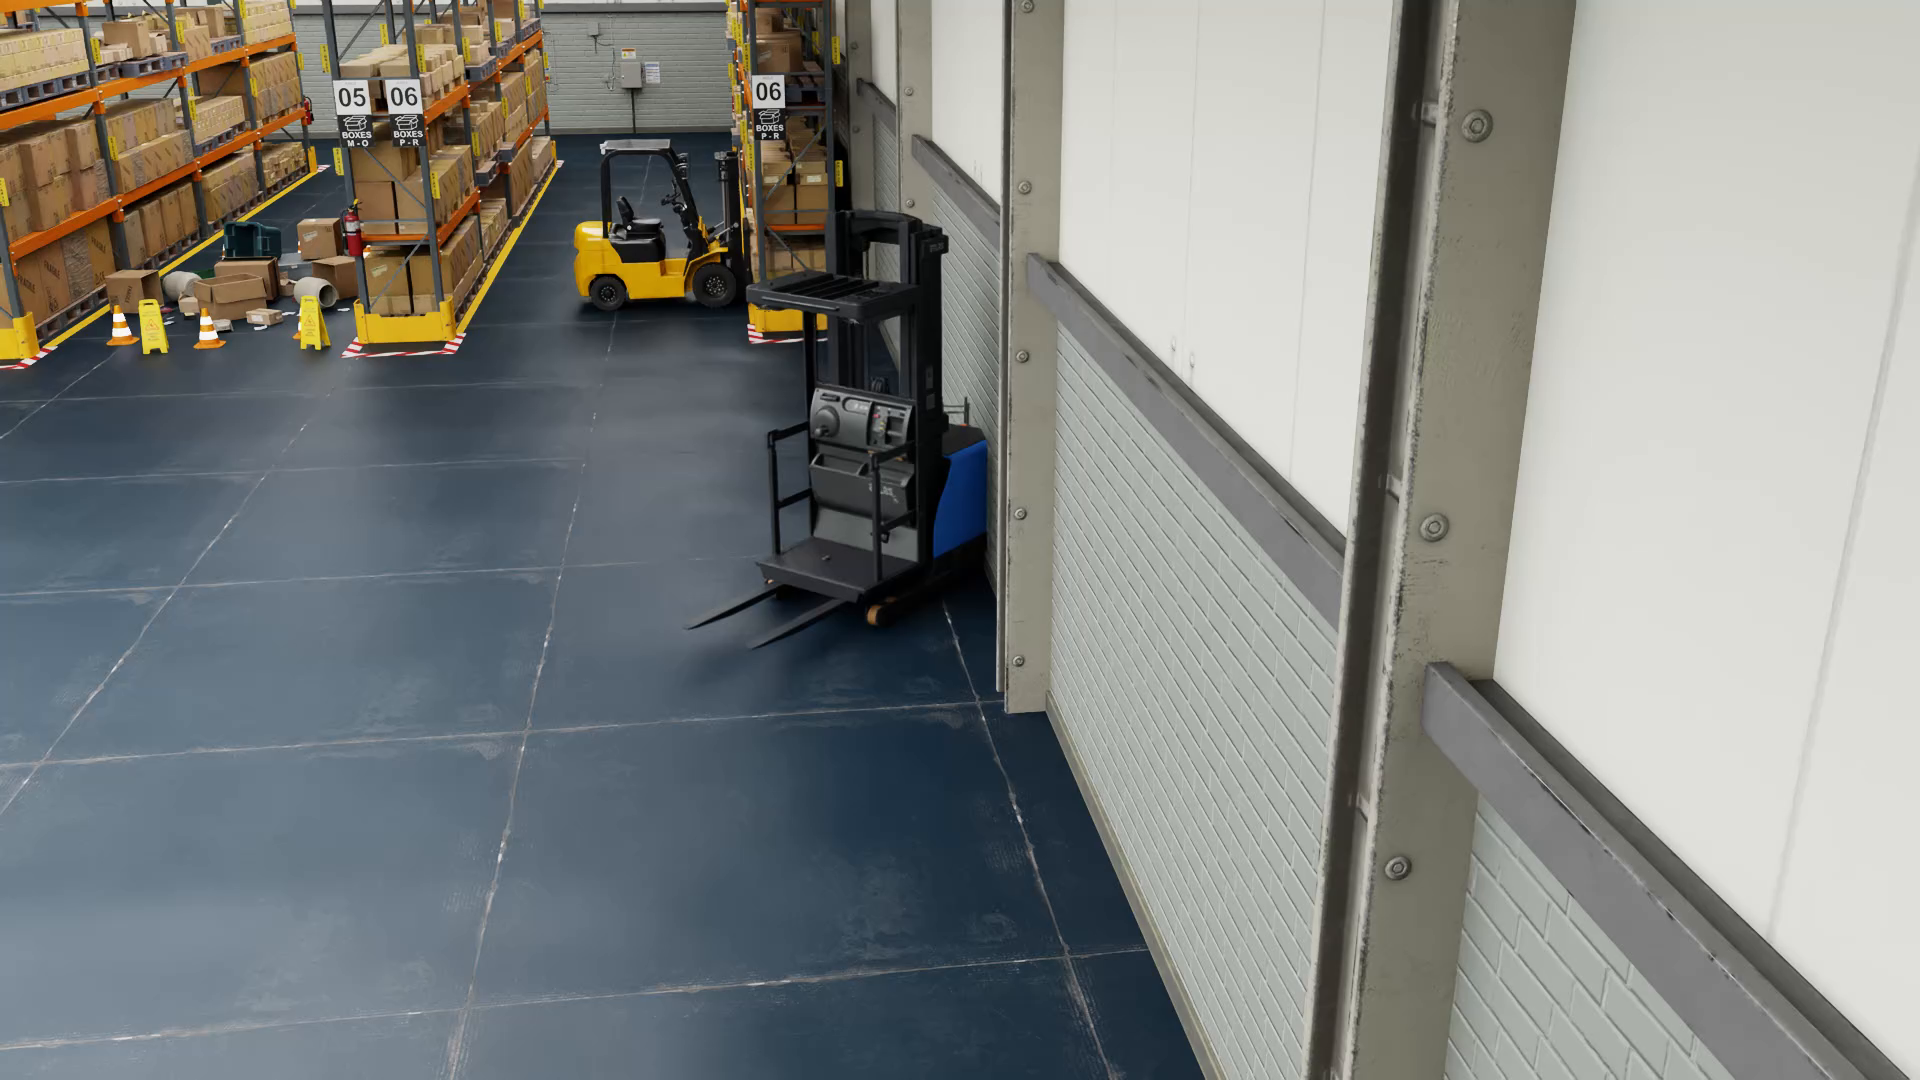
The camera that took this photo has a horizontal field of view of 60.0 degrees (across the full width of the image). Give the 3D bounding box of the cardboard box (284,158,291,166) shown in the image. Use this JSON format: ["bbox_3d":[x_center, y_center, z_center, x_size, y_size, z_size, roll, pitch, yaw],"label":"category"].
[{"bbox_3d":[-13.650,-7.572,33.326,0.380,0.149,0.250,-2,21,-5],"label":"cardboard box"}]

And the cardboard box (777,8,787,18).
[{"bbox_3d":[-3.609,-10.234,32.190,0.500,0.250,0.500,-3,21,-8],"label":"cardboard box"}]

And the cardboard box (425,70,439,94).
[{"bbox_3d":[-6.872,-5.770,20.953,0.500,0.250,0.500,-3,21,-9],"label":"cardboard box"}]

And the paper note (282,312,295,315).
[{"bbox_3d":[-9.081,-3.065,22.470,0.148,0.019,0.142,4,21,11],"label":"paper note"}]

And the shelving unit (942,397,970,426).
[{"bbox_3d":[-0.066,-0.623,14.230,0.258,1.200,0.189,0,21,-6],"label":"shelving unit"}]

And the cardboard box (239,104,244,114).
[{"bbox_3d":[-13.361,-7.894,30.472,0.380,0.149,0.250,-2,21,-6],"label":"cardboard box"}]

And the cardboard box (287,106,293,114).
[{"bbox_3d":[-13.754,-8.710,33.684,0.380,0.149,0.250,-2,21,-6],"label":"cardboard box"}]

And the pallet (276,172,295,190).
[{"bbox_3d":[-13.925,-7.151,33.134,1.003,0.211,1.213,-3,21,-8],"label":"pallet"}]

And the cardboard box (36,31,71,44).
[{"bbox_3d":[-12.021,-6.653,22.005,0.380,0.149,0.250,-3,21,-8],"label":"cardboard box"}]

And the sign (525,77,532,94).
[{"bbox_3d":[-8.195,-8.624,31.551,0.100,0.325,0.005,-3,21,-8],"label":"sign"}]

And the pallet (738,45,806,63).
[{"bbox_3d":[-3.056,-8.041,27.514,1.213,0.211,1.003,-2,21,-5],"label":"pallet"}]

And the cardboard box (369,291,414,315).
[{"bbox_3d":[-7.387,-3.116,21.676,0.500,0.250,0.500,-3,21,-8],"label":"cardboard box"}]

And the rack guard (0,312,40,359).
[{"bbox_3d":[-11.881,-2.469,20.186,1.175,0.500,0.348,-3,21,-8],"label":"rack guard"}]

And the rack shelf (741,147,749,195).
[{"bbox_3d":[-2.954,-5.925,26.895,1.077,0.370,4.000,-3,21,-8],"label":"rack shelf"}]

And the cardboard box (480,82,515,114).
[{"bbox_3d":[-8.123,-7.752,29.187,0.500,0.500,0.500,-2,21,-6],"label":"cardboard box"}]

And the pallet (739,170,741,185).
[{"bbox_3d":[-3.917,-7.271,33.456,1.003,0.211,1.213,-3,21,-8],"label":"pallet"}]

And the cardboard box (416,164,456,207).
[{"bbox_3d":[-6.947,-4.653,21.892,0.500,0.500,0.500,-3,21,-9],"label":"cardboard box"}]

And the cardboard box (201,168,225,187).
[{"bbox_3d":[-12.970,-6.222,28.562,0.500,0.250,0.500,-3,21,-8],"label":"cardboard box"}]

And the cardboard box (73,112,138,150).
[{"bbox_3d":[-12.687,-6.073,24.691,0.700,0.500,0.500,-3,21,-7],"label":"cardboard box"}]

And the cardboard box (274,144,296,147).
[{"bbox_3d":[-13.884,-8.067,34.227,0.380,0.149,0.250,-3,21,-7],"label":"cardboard box"}]

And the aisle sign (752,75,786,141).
[{"bbox_3d":[-2.370,-5.365,20.652,0.394,0.787,0.004,-3,21,-8],"label":"aisle sign"}]

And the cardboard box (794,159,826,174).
[{"bbox_3d":[-1.926,-4.802,21.364,0.380,0.149,0.250,-3,21,-9],"label":"cardboard box"}]

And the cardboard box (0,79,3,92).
[{"bbox_3d":[-11.654,-5.402,19.797,0.380,0.149,0.250,-3,21,-7],"label":"cardboard box"}]

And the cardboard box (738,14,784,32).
[{"bbox_3d":[-3.207,-8.217,26.831,0.700,0.500,0.500,-3,21,-9],"label":"cardboard box"}]

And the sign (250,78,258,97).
[{"bbox_3d":[-13.065,-8.375,30.771,0.100,0.325,0.005,-3,21,-8],"label":"sign"}]

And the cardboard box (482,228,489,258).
[{"bbox_3d":[-7.655,-4.465,25.114,0.950,0.372,0.625,-3,21,-7],"label":"cardboard box"}]

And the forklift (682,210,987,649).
[{"bbox_3d":[-0.875,-0.909,12.535,1.130,2.935,3.031,13,24,32],"label":"forklift"}]

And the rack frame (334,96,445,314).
[{"bbox_3d":[-7.001,-3.933,20.533,1.000,3.000,0.127,-3,21,-8],"label":"rack frame"}]

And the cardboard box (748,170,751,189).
[{"bbox_3d":[-2.860,-5.450,24.451,0.500,0.500,0.500,-3,21,-9],"label":"cardboard box"}]

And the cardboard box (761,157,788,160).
[{"bbox_3d":[-2.416,-4.872,21.552,0.380,0.149,0.250,-3,21,-8],"label":"cardboard box"}]

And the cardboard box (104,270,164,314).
[{"bbox_3d":[-11.222,-3.378,22.616,0.500,0.500,0.500,1,20,2],"label":"cardboard box"}]

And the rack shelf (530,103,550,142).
[{"bbox_3d":[-9.019,-8.443,33.637,1.077,0.370,4.000,-3,21,-8],"label":"rack shelf"}]

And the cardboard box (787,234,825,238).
[{"bbox_3d":[-2.108,-4.084,22.839,0.500,0.250,0.500,-3,21,-8],"label":"cardboard box"}]

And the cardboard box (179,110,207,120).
[{"bbox_3d":[-13.022,-7.215,28.231,0.380,0.149,0.250,-4,21,-10],"label":"cardboard box"}]

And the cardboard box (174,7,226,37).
[{"bbox_3d":[-13.668,-9.315,29.913,0.700,0.500,0.500,-3,21,-8],"label":"cardboard box"}]

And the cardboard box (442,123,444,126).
[{"bbox_3d":[-7.871,-5.849,24.496,0.500,0.500,0.500,-3,21,-9],"label":"cardboard box"}]

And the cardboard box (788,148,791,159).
[{"bbox_3d":[-2.246,-5.466,23.569,0.380,0.149,0.250,-2,21,-6],"label":"cardboard box"}]

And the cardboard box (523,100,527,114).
[{"bbox_3d":[-8.426,-8.111,31.220,0.500,0.250,0.500,-3,21,-8],"label":"cardboard box"}]

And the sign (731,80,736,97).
[{"bbox_3d":[-4.355,-8.715,32.099,0.100,0.325,0.005,-3,21,-8],"label":"sign"}]

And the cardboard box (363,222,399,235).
[{"bbox_3d":[-7.266,-3.934,20.895,0.380,0.149,0.250,-2,21,-6],"label":"cardboard box"}]

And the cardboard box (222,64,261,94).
[{"bbox_3d":[-13.438,-8.626,31.102,0.500,0.500,0.500,-2,21,-6],"label":"cardboard box"}]

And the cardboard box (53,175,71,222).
[{"bbox_3d":[-12.157,-4.416,21.612,0.875,0.550,0.500,-3,21,-8],"label":"cardboard box"}]

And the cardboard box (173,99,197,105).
[{"bbox_3d":[-13.932,-7.816,29.839,0.380,0.149,0.250,-3,21,-7],"label":"cardboard box"}]

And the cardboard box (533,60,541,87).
[{"bbox_3d":[-8.829,-9.482,33.819,0.500,0.500,0.500,-3,21,-8],"label":"cardboard box"}]

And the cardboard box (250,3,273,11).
[{"bbox_3d":[-13.754,-10.488,32.726,0.380,0.149,0.250,-3,21,-9],"label":"cardboard box"}]

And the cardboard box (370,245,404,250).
[{"bbox_3d":[-7.493,-3.885,21.735,0.380,0.149,0.250,-2,21,-6],"label":"cardboard box"}]

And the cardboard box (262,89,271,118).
[{"bbox_3d":[-13.515,-8.344,31.777,0.500,0.500,0.500,-3,21,-8],"label":"cardboard box"}]

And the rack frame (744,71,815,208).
[{"bbox_3d":[-2.666,-5.569,24.915,1.000,3.000,0.127,-3,21,-8],"label":"rack frame"}]

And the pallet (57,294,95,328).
[{"bbox_3d":[-12.250,-3.036,22.118,1.003,0.211,1.213,-3,21,-8],"label":"pallet"}]

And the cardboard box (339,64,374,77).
[{"bbox_3d":[-7.341,-5.696,20.187,0.380,0.149,0.250,-3,21,-7],"label":"cardboard box"}]

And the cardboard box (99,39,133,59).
[{"bbox_3d":[-12.521,-7.278,24.650,0.396,0.266,0.258,-3,21,-8],"label":"cardboard box"}]

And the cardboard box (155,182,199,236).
[{"bbox_3d":[-13.039,-5.346,26.931,1.050,0.750,0.750,-3,21,-8],"label":"cardboard box"}]
